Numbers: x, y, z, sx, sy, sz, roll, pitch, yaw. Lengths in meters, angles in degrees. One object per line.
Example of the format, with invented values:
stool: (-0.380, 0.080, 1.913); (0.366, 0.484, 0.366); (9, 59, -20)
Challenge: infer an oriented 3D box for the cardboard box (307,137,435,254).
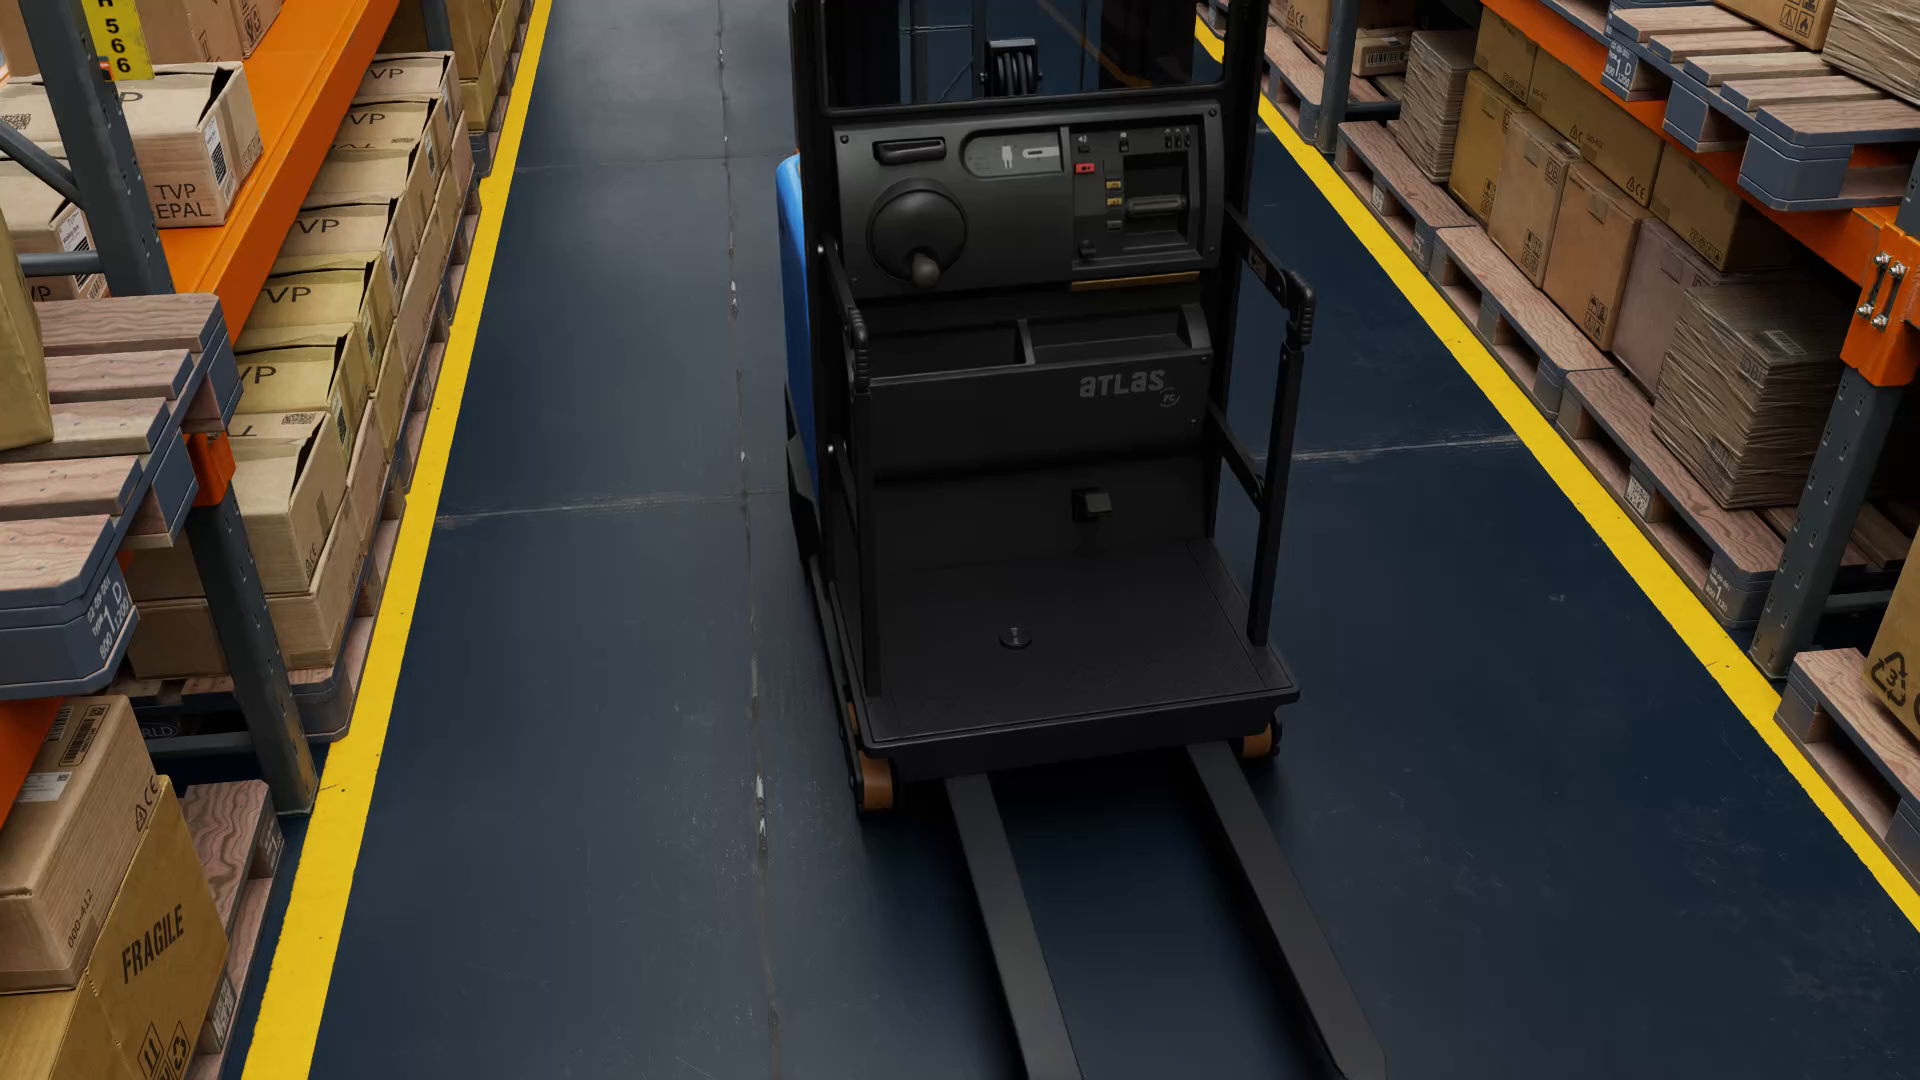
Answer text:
cardboard box: (-2.209, -1.264, 6.011); (0.500, 0.311, 0.500); (-4, 35, -7)

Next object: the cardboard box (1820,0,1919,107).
cardboard box: (2.684, -1.397, 4.157); (0.700, 0.500, 0.500); (-8, 35, -12)

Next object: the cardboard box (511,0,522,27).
cardboard box: (-2.648, -2.924, 8.945); (0.500, 0.250, 0.500); (-4, 35, -6)

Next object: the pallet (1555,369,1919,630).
pallet: (2.654, -0.196, 5.351); (1.003, 0.211, 1.213); (-4, 35, -6)

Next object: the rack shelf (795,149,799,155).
rack shelf: (-0.268, -1.141, 5.912); (0.538, 0.185, 1.000); (-6, 35, -9)

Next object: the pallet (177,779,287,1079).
pallet: (-2.088, 1.037, 3.541); (1.003, 0.211, 1.213); (-4, 35, -6)

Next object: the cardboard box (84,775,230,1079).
cardboard box: (-1.792, 0.820, 3.212); (0.500, 0.500, 0.500); (-3, 34, -5)

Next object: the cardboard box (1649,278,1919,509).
cardboard box: (2.609, -0.459, 5.089); (0.700, 0.500, 0.500); (-4, 34, -6)

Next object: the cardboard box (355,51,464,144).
cardboard box: (-2.350, -1.832, 6.845); (0.500, 0.311, 0.500); (-4, 35, -6)

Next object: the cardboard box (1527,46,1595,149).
cardboard box: (2.471, -1.658, 6.183); (0.500, 0.250, 0.500); (-5, 35, -8)

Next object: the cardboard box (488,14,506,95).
cardboard box: (-2.513, -2.366, 8.127); (0.500, 0.250, 0.500); (-4, 35, -6)

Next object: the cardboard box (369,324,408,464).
cardboard box: (-2.074, -0.457, 5.326); (0.500, 0.250, 0.500); (-5, 35, -8)

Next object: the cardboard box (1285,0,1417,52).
cardboard box: (2.040, -2.870, 8.626); (0.500, 0.500, 0.500); (-7, 35, -10)

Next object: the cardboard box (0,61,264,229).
cardboard box: (-2.079, -1.012, 4.151); (0.500, 0.311, 0.500); (-5, 35, -7)

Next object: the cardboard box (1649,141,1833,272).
cardboard box: (2.595, -1.092, 5.352); (0.500, 0.250, 0.500); (-4, 34, -5)

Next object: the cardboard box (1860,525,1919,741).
cardboard box: (2.726, 0.223, 3.796); (0.750, 0.750, 0.750); (-5, 35, -7)

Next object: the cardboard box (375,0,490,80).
cardboard box: (-2.441, -2.397, 7.506); (0.500, 0.500, 0.500); (-4, 35, -6)

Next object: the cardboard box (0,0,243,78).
cardboard box: (-2.392, -1.512, 4.716); (0.500, 0.500, 0.500); (-6, 35, -9)

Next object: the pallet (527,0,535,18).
pallet: (-3.082, -3.424, 10.086); (1.003, 0.211, 1.213); (-4, 35, -6)

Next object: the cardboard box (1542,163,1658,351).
cardboard box: (2.560, -1.030, 5.928); (0.700, 0.500, 0.500); (-5, 35, -7)

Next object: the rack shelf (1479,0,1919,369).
rack shelf: (2.489, -1.731, 5.766); (1.077, 0.370, 4.000); (-4, 35, -6)

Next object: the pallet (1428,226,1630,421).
pallet: (2.493, -0.876, 6.347); (1.003, 0.211, 1.213); (-4, 35, -6)

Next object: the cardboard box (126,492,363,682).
cardboard box: (-1.930, 0.113, 4.489); (0.500, 0.250, 0.500); (-4, 35, -7)

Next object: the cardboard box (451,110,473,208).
cardboard box: (-2.346, -1.595, 6.996); (0.500, 0.250, 0.500); (-5, 35, -7)

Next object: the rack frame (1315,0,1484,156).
rack frame: (2.220, -3.145, 7.201); (1.000, 3.000, 0.127); (-4, 35, -6)

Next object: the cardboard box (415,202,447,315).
cardboard box: (-2.210, -1.027, 6.163); (0.500, 0.250, 0.500); (-4, 34, -5)

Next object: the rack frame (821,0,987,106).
rack frame: (-0.167, -1.009, 5.399); (0.500, 1.500, 0.032); (-6, 35, -9)

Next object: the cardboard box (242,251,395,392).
cardboard box: (-2.075, -0.696, 5.178); (0.500, 0.311, 0.500); (-5, 35, -8)

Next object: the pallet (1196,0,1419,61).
pallet: (1.927, -3.047, 9.533); (1.003, 0.211, 1.213); (-4, 35, -6)

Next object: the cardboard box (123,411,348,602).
cardboard box: (-1.930, -0.119, 4.331); (0.500, 0.311, 0.500); (-3, 34, -5)

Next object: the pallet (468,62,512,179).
pallet: (-2.754, -2.062, 8.088); (1.003, 0.211, 1.213); (-4, 35, -6)

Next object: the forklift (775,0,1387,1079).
forklift: (0.216, -0.749, 3.747); (1.130, 2.935, 3.031); (-6, 35, -9)

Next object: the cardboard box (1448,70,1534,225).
cardboard box: (2.454, -1.599, 6.762); (0.700, 0.500, 0.500); (-5, 35, -7)

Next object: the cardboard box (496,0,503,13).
cardboard box: (-2.575, -2.955, 8.325); (0.500, 0.500, 0.500); (-4, 35, -6)

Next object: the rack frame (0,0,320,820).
rack frame: (-2.151, -0.535, 3.372); (1.000, 3.000, 0.127); (-4, 35, -6)

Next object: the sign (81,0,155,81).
sign: (-1.614, -1.027, 3.136); (0.100, 0.325, 0.005); (-4, 35, -6)

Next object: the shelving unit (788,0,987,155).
shelving unit: (-0.266, -1.285, 5.804); (0.587, 1.500, 1.083); (-6, 35, -9)

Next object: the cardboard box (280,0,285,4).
cardboard box: (-2.531, -2.085, 5.557); (0.500, 0.500, 0.500); (-2, 34, -3)

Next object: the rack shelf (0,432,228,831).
rack shelf: (-1.882, 0.878, 1.937); (1.077, 0.370, 4.000); (-4, 35, -6)

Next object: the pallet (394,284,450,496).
pallet: (-2.383, -0.525, 5.832); (1.003, 0.211, 1.213); (-4, 35, -6)

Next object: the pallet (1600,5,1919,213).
pallet: (2.556, -1.223, 4.551); (1.213, 0.211, 1.003); (-4, 35, -6)
